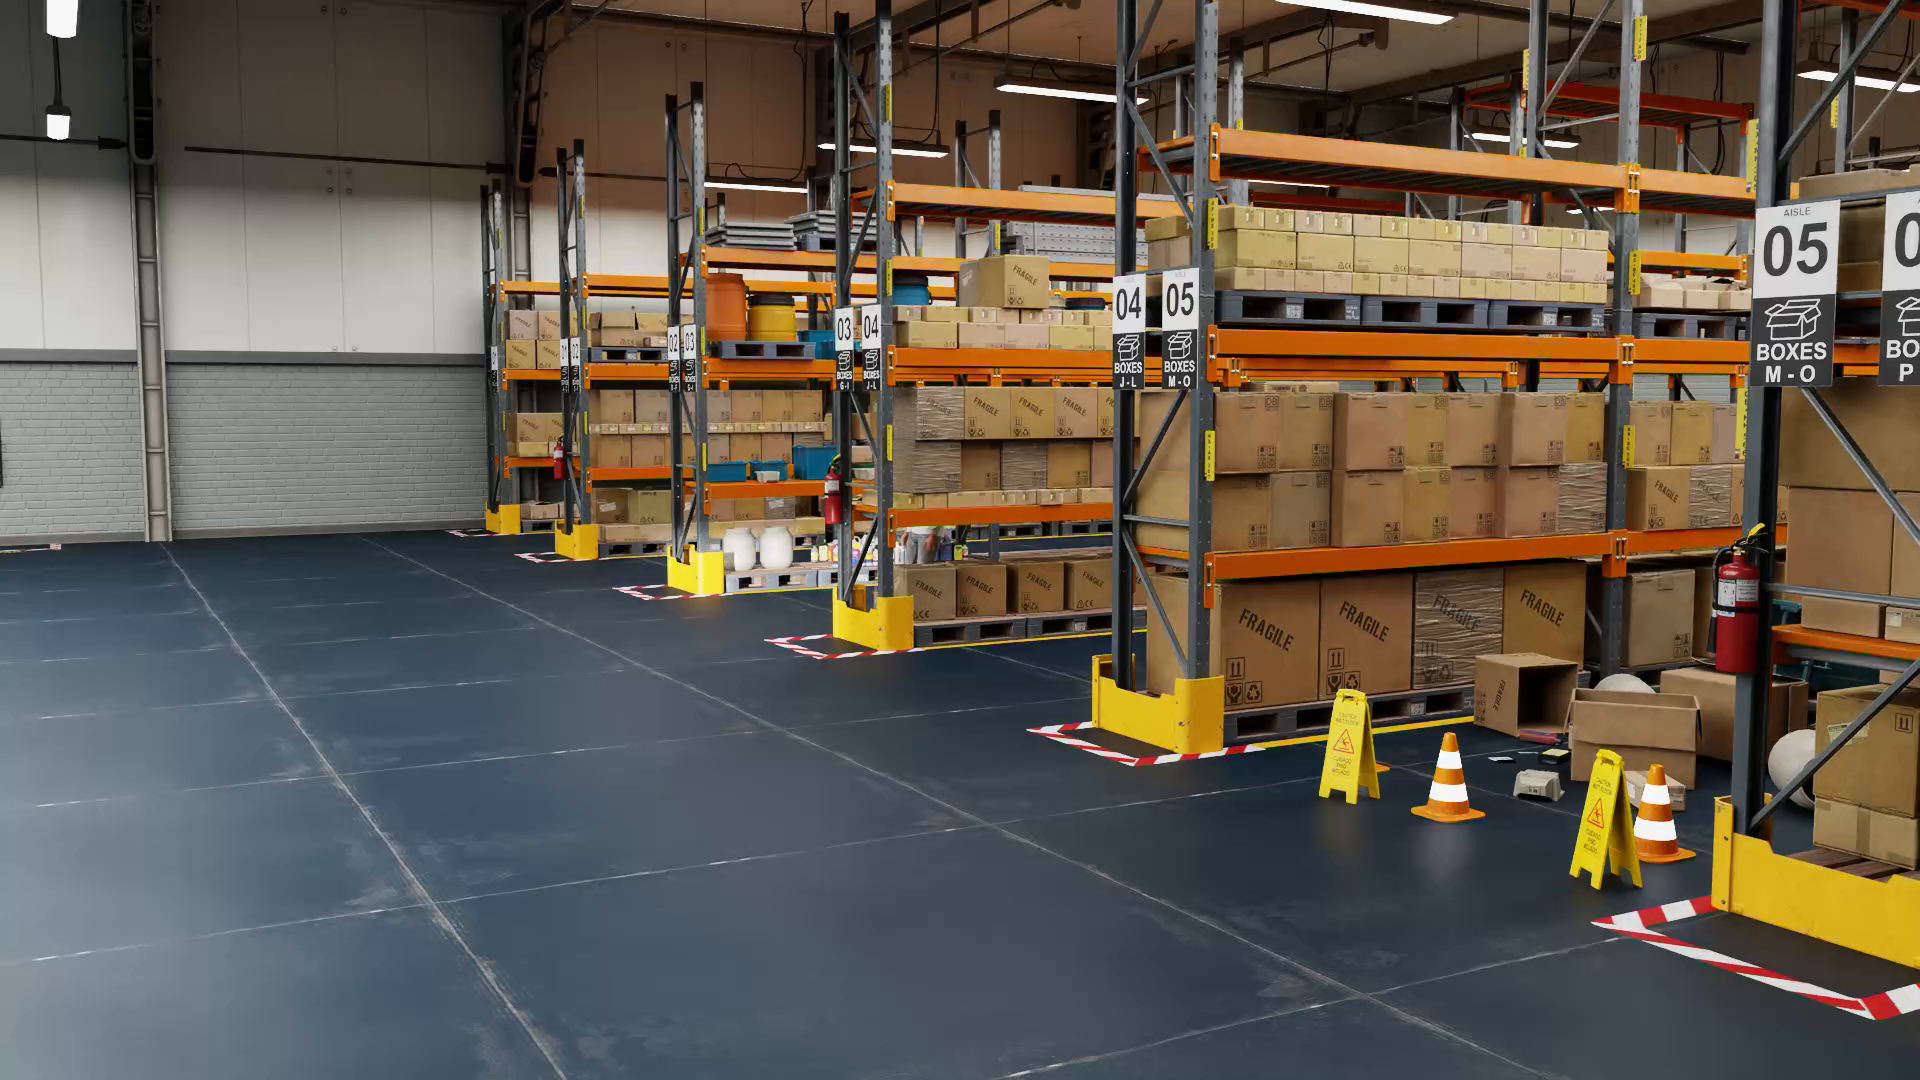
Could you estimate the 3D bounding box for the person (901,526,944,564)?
[{"bbox_3d":[-0.409,-0.046,17.613,0.459,1.773,0.592,-3,6,-32],"label":"person"}]
